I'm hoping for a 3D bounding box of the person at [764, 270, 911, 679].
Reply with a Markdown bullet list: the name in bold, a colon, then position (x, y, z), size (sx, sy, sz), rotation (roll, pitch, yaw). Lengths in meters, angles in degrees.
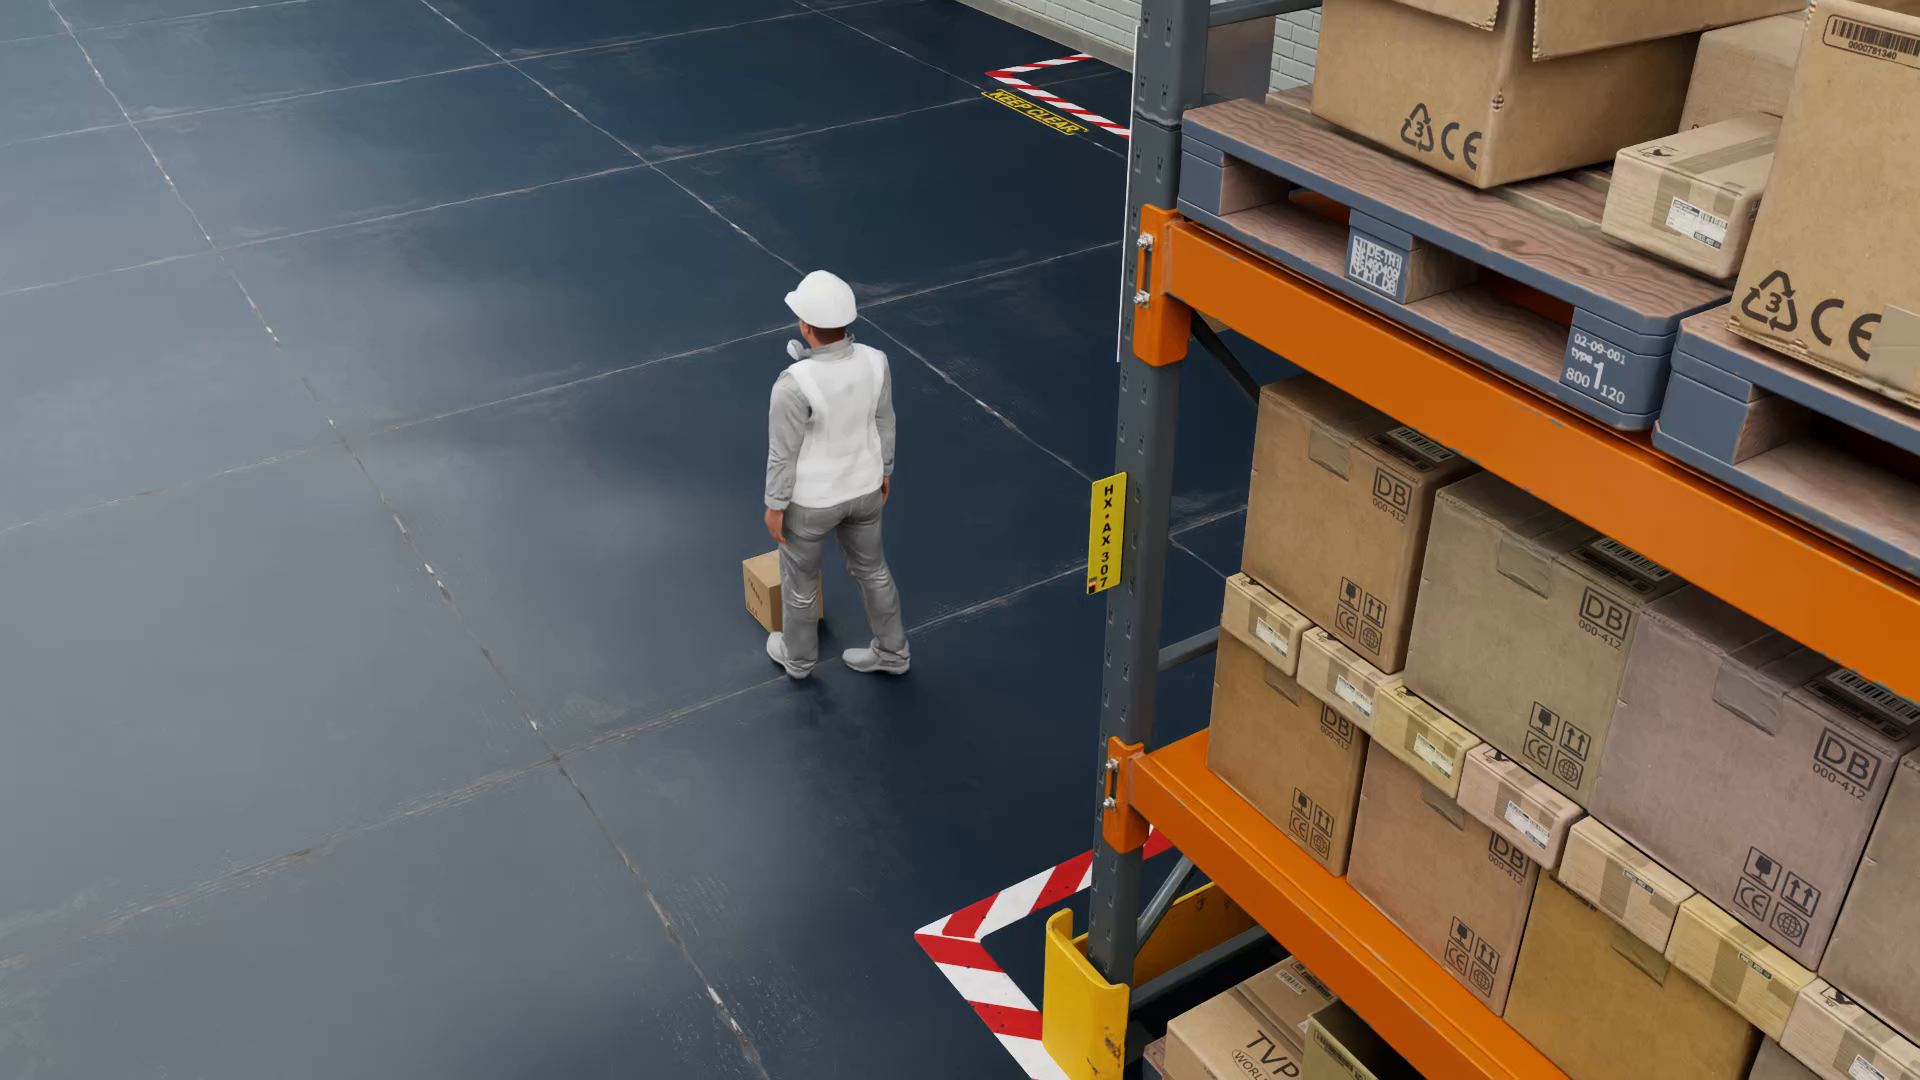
- **person**: position (-0.544, -0.221, 6.464), size (0.566, 1.783, 0.563), rotation (-23, 39, -32)
